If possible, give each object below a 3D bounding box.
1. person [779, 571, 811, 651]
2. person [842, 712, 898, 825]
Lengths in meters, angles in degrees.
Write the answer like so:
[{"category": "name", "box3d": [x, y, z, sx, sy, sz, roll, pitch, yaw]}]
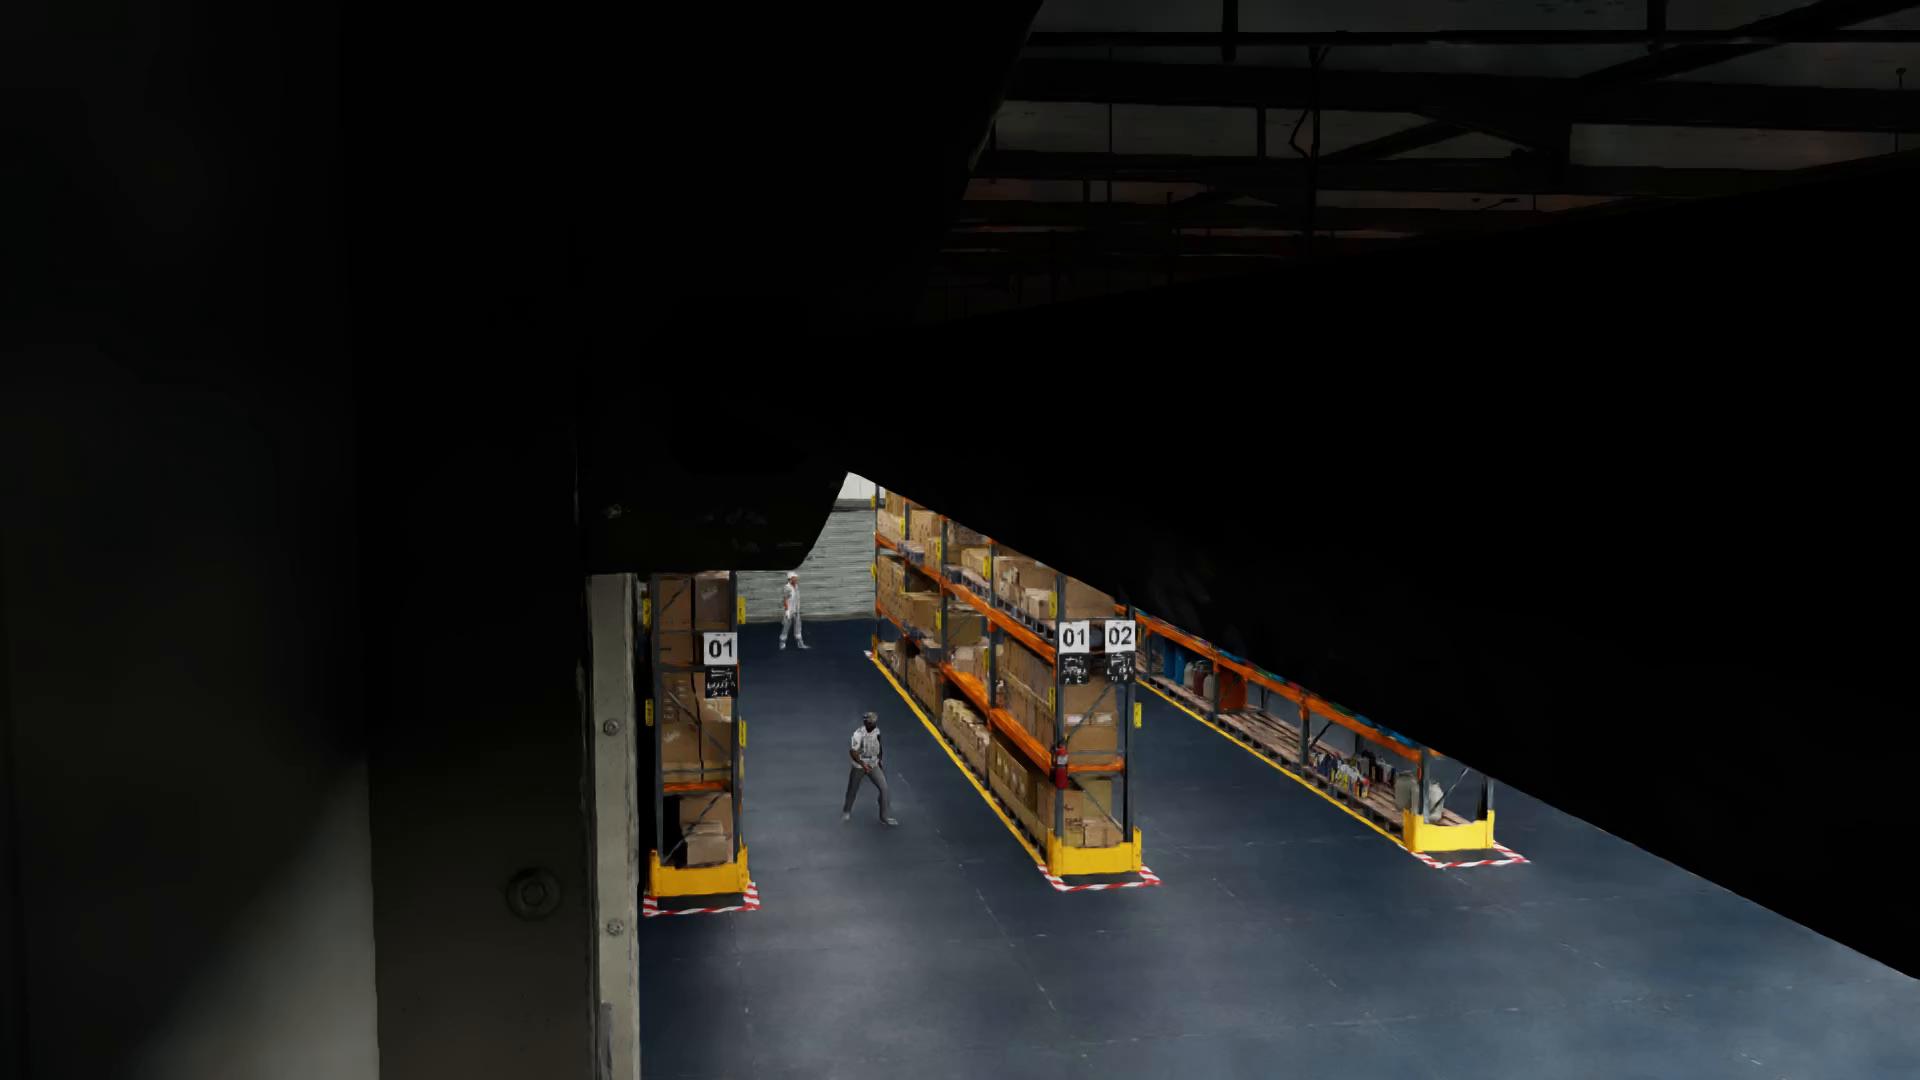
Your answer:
[{"category": "person", "box3d": [-3.764, 1.586, 37.458, 0.532, 1.785, 0.716, 3, 7, 27]}, {"category": "person", "box3d": [-1.293, 3.146, 23.190, 0.621, 1.602, 0.828, -3, 7, -28]}]
